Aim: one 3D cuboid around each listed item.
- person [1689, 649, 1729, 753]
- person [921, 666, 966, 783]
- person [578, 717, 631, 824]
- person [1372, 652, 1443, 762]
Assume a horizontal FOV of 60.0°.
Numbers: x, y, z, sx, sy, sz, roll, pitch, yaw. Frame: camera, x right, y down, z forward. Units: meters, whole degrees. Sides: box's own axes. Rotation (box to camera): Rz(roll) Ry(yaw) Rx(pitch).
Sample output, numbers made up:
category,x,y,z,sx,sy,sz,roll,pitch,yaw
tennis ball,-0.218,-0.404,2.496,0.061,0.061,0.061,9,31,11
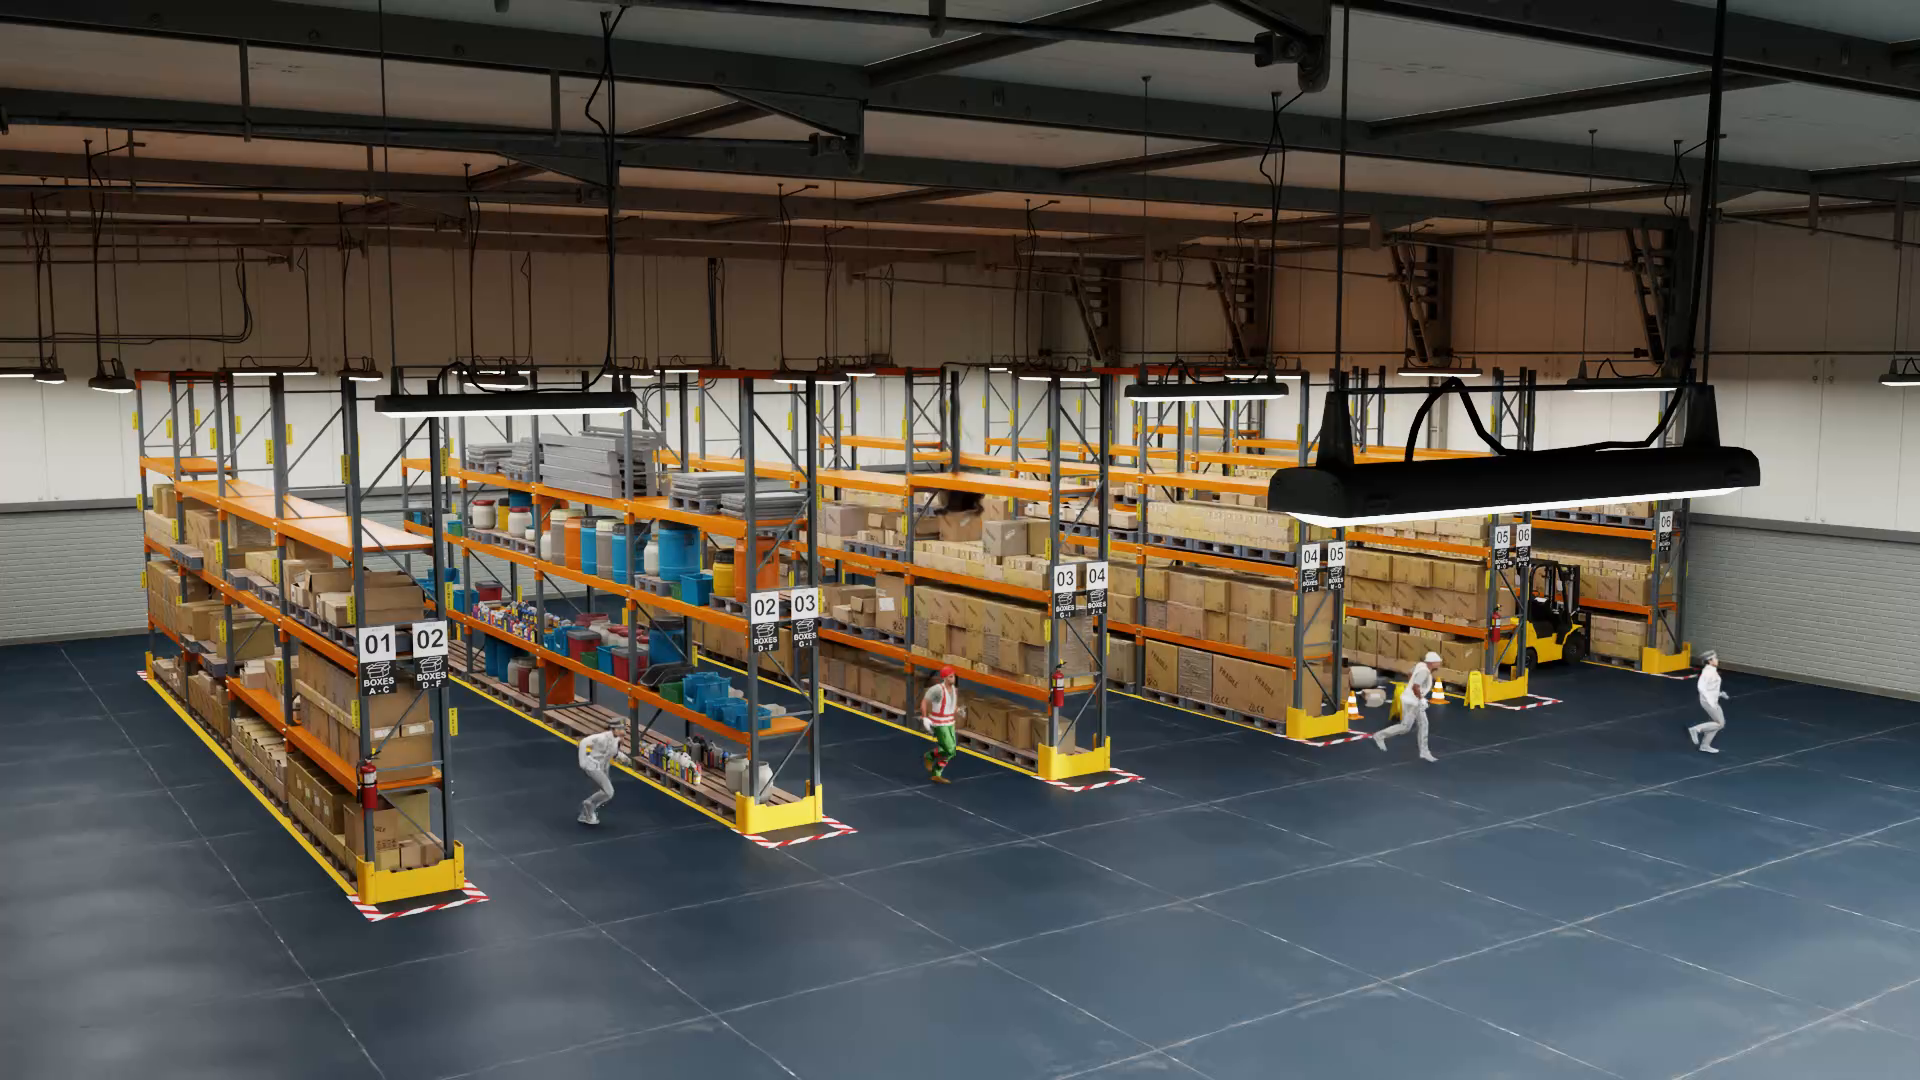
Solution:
category,x,y,z,sx,sy,sz,roll,pitch,yaw
person,11.887,2.549,26.378,0.555,1.652,0.629,3,7,25
person,-0.224,2.717,24.457,0.637,1.731,0.660,5,8,38
person,-4.798,3.099,22.139,0.822,1.493,0.574,3,7,23
person,6.968,2.582,25.912,1.032,1.728,0.706,1,7,9
